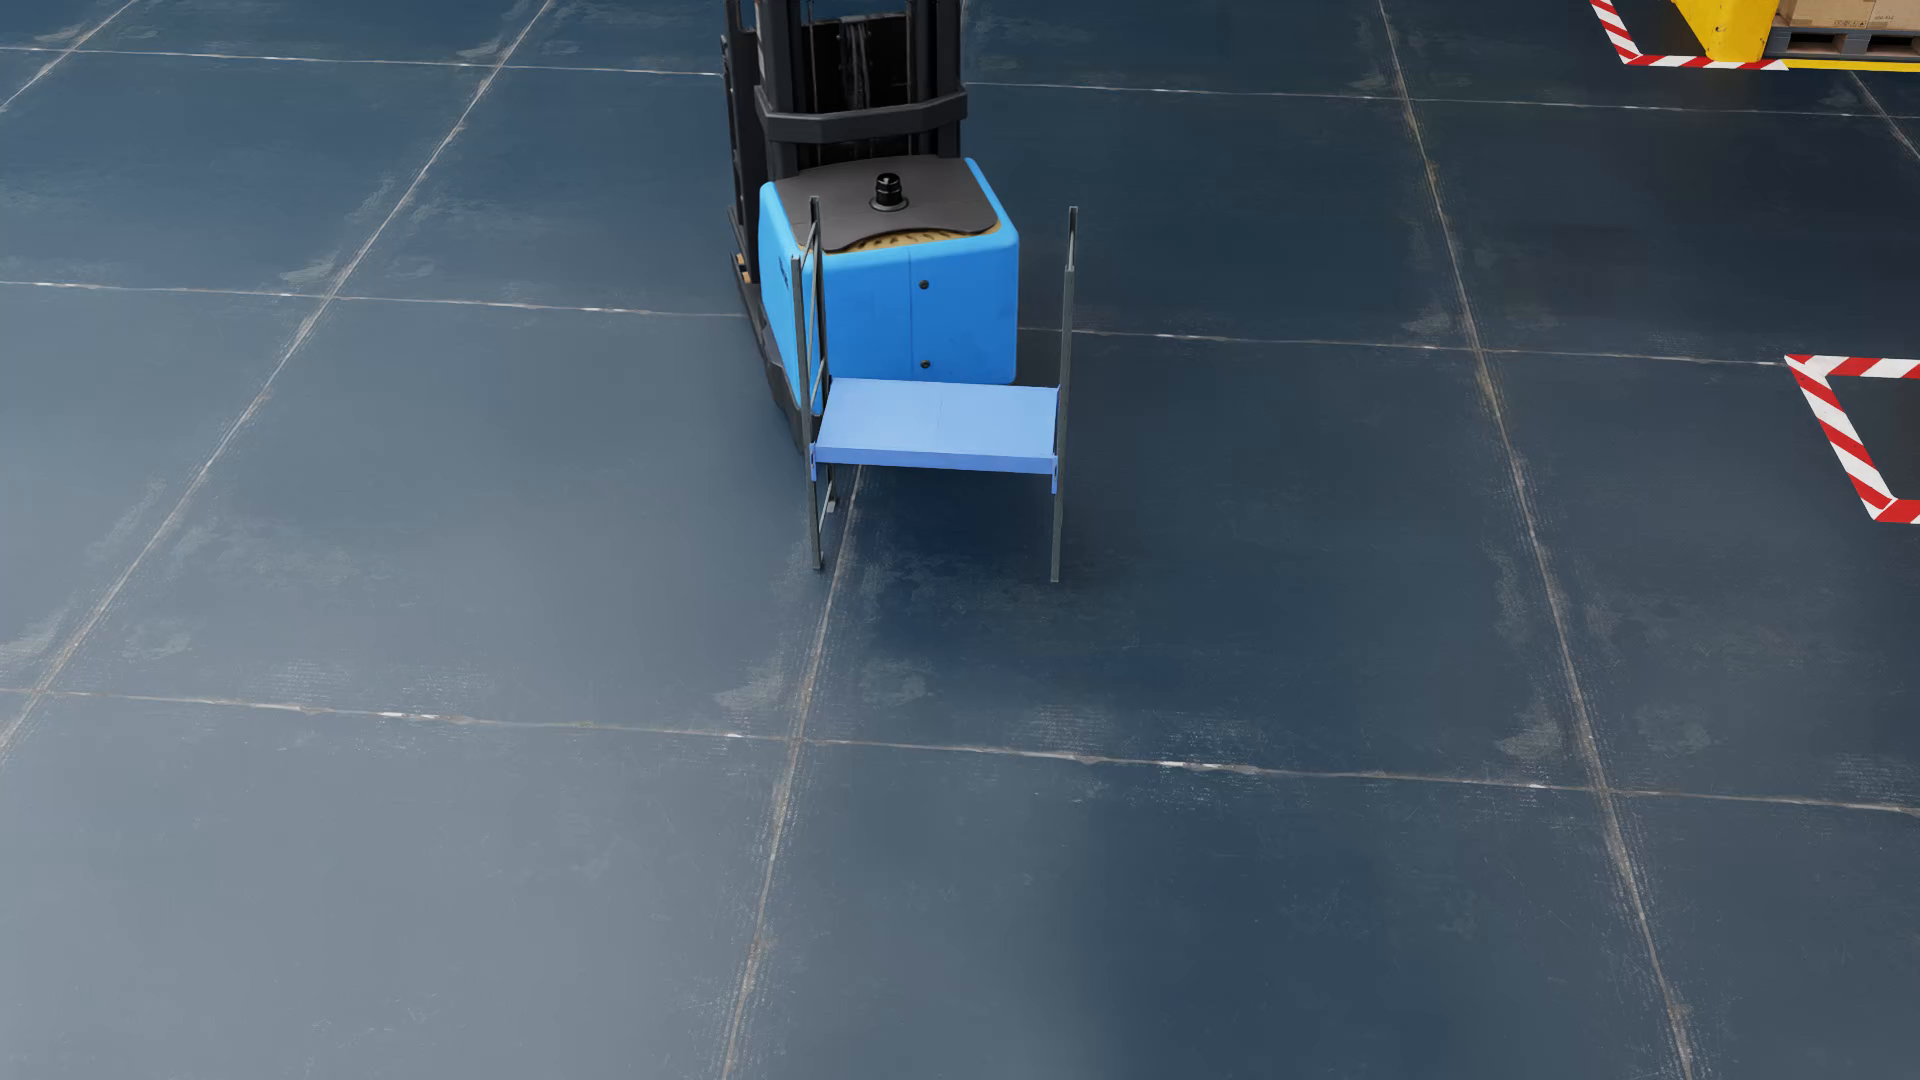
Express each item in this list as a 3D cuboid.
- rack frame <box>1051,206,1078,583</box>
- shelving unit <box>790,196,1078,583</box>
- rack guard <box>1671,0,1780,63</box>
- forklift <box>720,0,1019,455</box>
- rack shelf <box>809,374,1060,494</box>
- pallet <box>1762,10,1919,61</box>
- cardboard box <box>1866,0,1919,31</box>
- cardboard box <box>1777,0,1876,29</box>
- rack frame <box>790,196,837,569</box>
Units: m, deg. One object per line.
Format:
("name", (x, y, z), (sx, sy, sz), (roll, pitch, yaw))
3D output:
("rack frame", (0.421, -0.559, 6.748), (0.032, 1.500, 0.500), (3, 39, 4))
("shelving unit", (-0.085, -0.586, 6.782), (1.048, 1.500, 0.538), (3, 39, 4))
("rack guard", (5.285, -3.781, 11.499), (0.348, 0.500, 1.175), (3, 39, 4))
("forklift", (-0.599, -2.444, 7.931), (1.130, 2.935, 3.031), (-10, 40, -12))
("rack shelf", (-0.085, -0.447, 6.896), (1.000, 0.185, 0.538), (3, 39, 4))
("pallet", (6.074, -3.652, 11.569), (1.213, 0.211, 1.003), (3, 39, 4))
("cardboard box", (6.322, -3.651, 11.205), (0.500, 0.250, 0.500), (3, 39, 4))
("cardboard box", (5.824, -3.676, 11.236), (0.500, 0.250, 0.500), (3, 39, 4))
("rack frame", (-0.591, -0.614, 6.816), (0.032, 1.500, 0.500), (3, 39, 4))
